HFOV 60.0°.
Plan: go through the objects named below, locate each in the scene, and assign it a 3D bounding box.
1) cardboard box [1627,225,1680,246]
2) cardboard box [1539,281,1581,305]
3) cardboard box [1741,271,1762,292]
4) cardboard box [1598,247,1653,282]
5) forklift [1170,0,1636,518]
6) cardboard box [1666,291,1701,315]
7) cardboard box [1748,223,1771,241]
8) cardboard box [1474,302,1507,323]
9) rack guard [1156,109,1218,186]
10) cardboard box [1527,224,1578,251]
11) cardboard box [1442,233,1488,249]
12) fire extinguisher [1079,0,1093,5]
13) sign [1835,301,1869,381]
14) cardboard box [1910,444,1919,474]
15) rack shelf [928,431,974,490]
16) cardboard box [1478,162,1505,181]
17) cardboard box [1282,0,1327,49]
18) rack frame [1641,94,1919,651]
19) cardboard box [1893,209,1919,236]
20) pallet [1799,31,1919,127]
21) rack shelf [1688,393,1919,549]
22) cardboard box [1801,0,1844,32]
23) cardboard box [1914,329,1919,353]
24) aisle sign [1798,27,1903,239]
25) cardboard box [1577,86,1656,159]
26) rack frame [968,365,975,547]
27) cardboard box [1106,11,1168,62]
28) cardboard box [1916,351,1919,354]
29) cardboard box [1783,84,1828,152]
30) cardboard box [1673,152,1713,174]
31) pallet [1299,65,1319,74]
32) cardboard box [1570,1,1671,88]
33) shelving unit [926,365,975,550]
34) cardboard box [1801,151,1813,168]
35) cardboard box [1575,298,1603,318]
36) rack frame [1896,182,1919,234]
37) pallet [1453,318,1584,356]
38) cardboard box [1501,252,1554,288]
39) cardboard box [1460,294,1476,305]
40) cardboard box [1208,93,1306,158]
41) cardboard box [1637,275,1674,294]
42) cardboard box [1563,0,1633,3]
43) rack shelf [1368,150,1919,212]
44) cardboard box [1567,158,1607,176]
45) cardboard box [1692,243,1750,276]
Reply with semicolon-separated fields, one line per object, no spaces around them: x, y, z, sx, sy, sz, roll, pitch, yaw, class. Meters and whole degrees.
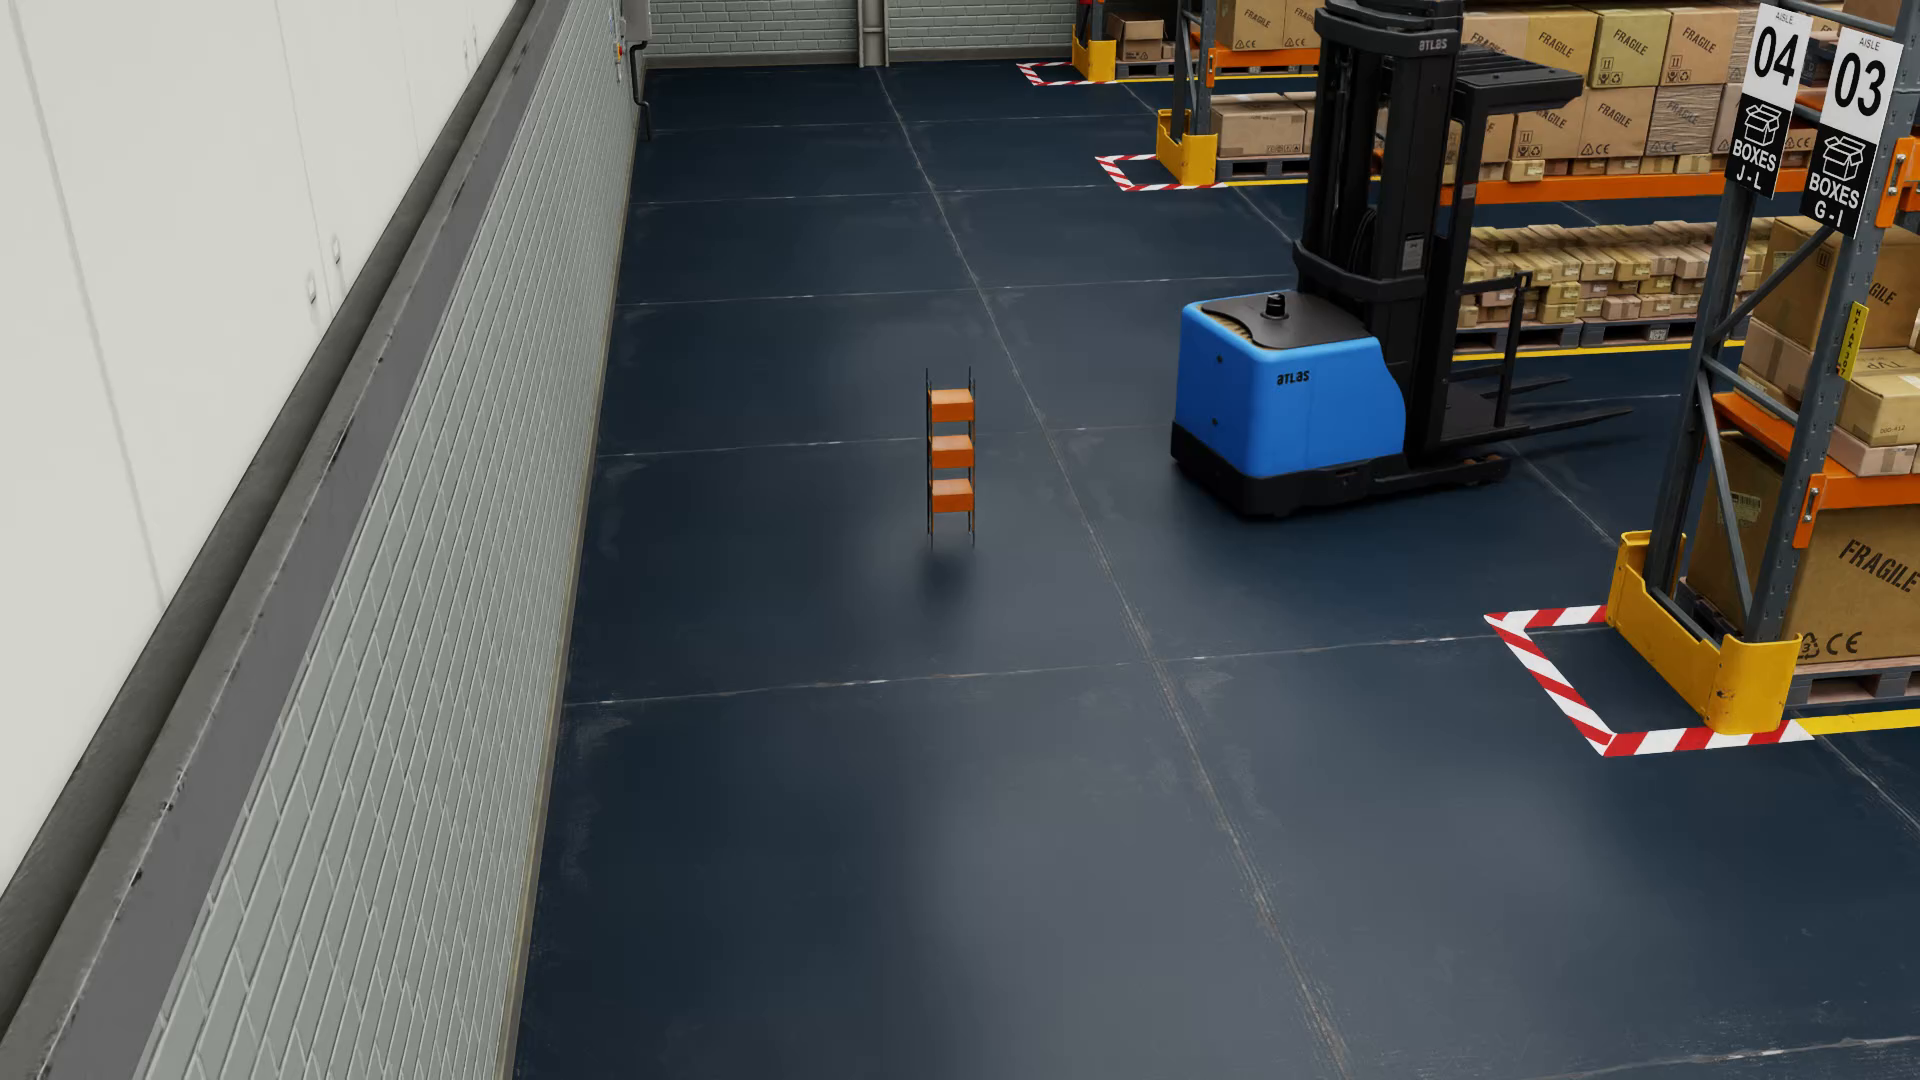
5.421;-2.343;13.043;0.250;0.149;0.380;-5;28;-9;cardboard box
4.465;-1.907;12.517;0.250;0.149;0.380;-3;27;-6;cardboard box
6.034;-2.046;12.789;0.250;0.149;0.380;-3;27;-7;cardboard box
4.998;-2.080;12.528;0.250;0.149;0.380;-3;27;-6;cardboard box
2.919;-1.852;10.148;3.031;2.935;1.130;-10;29;-19;forklift
5.459;-1.866;12.763;0.250;0.149;0.380;-3;27;-6;cardboard box
6.198;-2.404;13.161;0.250;0.149;0.380;-4;27;-8;cardboard box
3.943;-1.785;12.605;0.250;0.149;0.380;-4;27;-7;cardboard box
2.318;-4.042;17.079;0.348;0.500;1.175;-4;27;-7;rack guard
4.640;-2.349;13.054;0.250;0.149;0.380;-3;27;-5;cardboard box
3.878;-2.245;12.852;0.250;0.149;0.380;-3;27;-6;cardboard box
1.566;-6.980;20.562;0.183;0.674;0.296;-4;27;-7;fire extinguisher
3.794;-0.845;7.075;0.005;0.325;0.100;-4;27;-7;sign
4.374;-0.454;7.624;0.250;0.149;0.380;-4;27;-8;cardboard box
-0.053;-0.454;9.509;0.240;0.259;0.215;-4;27;-7;rack shelf
3.745;-2.720;12.040;0.250;0.149;0.380;-3;27;-5;cardboard box
3.354;-5.145;16.383;0.500;0.500;0.500;-4;27;-8;cardboard box
3.723;-0.675;7.781;0.127;3.000;1.000;-4;27;-7;rack frame
7.791;-2.414;13.447;0.500;0.500;0.500;-4;27;-8;cardboard box
4.456;-2.022;7.217;1.213;0.211;1.003;-4;27;-7;pallet
5.703;-0.483;8.193;4.000;0.370;1.077;-4;27;-7;rack shelf
6.154;-3.613;11.974;0.500;0.500;0.500;-5;28;-9;cardboard box
4.731;-1.015;7.459;0.500;0.500;0.500;-4;27;-8;cardboard box
3.693;-1.692;6.914;0.004;0.787;0.394;-4;27;-7;aisle sign
4.628;-3.076;12.023;0.500;0.500;0.500;-3;27;-6;cardboard box
0.068;-0.471;9.519;0.008;1.050;0.200;-4;27;-7;rack frame
2.266;-6.471;21.351;0.637;0.503;0.797;-5;28;-9;cardboard box
4.750;-0.686;7.639;0.500;0.250;0.500;-4;27;-8;cardboard box
6.139;-3.164;12.196;0.500;0.500;0.500;-4;27;-9;cardboard box
5.304;-2.811;12.217;0.250;0.149;0.380;-3;27;-6;cardboard box
4.928;-6.369;21.932;1.213;0.211;1.003;-4;27;-7;pallet
4.630;-3.512;11.779;0.500;0.500;0.500;-4;27;-8;cardboard box
-0.053;-0.464;9.504;0.252;1.050;0.215;-4;27;-7;shelving unit
6.330;-2.887;12.366;0.250;0.149;0.380;-3;27;-5;cardboard box
4.696;-1.830;12.693;0.250;0.149;0.380;-4;27;-7;cardboard box
7.093;-3.178;12.659;0.127;3.000;1.000;-4;27;-7;rack frame
4.016;-1.724;12.878;1.213;0.211;1.003;-4;27;-7;pallet
4.222;-2.017;12.406;0.250;0.149;0.380;-4;27;-7;cardboard box
3.686;-1.892;12.489;0.250;0.149;0.380;-3;27;-5;cardboard box
2.982;-4.289;17.171;0.875;0.438;0.875;-5;28;-9;cardboard box
5.246;-2.015;12.729;0.250;0.149;0.380;-2;27;-5;cardboard box
4.566;-3.757;12.255;0.500;0.500;0.500;-2;27;-5;cardboard box
5.112;-2.731;12.575;4.000;0.370;1.077;-4;27;-7;rack shelf
4.528;-2.797;12.191;0.250;0.149;0.380;-4;27;-8;cardboard box
5.761;-2.128;12.622;0.250;0.149;0.380;-5;28;-10;cardboard box
